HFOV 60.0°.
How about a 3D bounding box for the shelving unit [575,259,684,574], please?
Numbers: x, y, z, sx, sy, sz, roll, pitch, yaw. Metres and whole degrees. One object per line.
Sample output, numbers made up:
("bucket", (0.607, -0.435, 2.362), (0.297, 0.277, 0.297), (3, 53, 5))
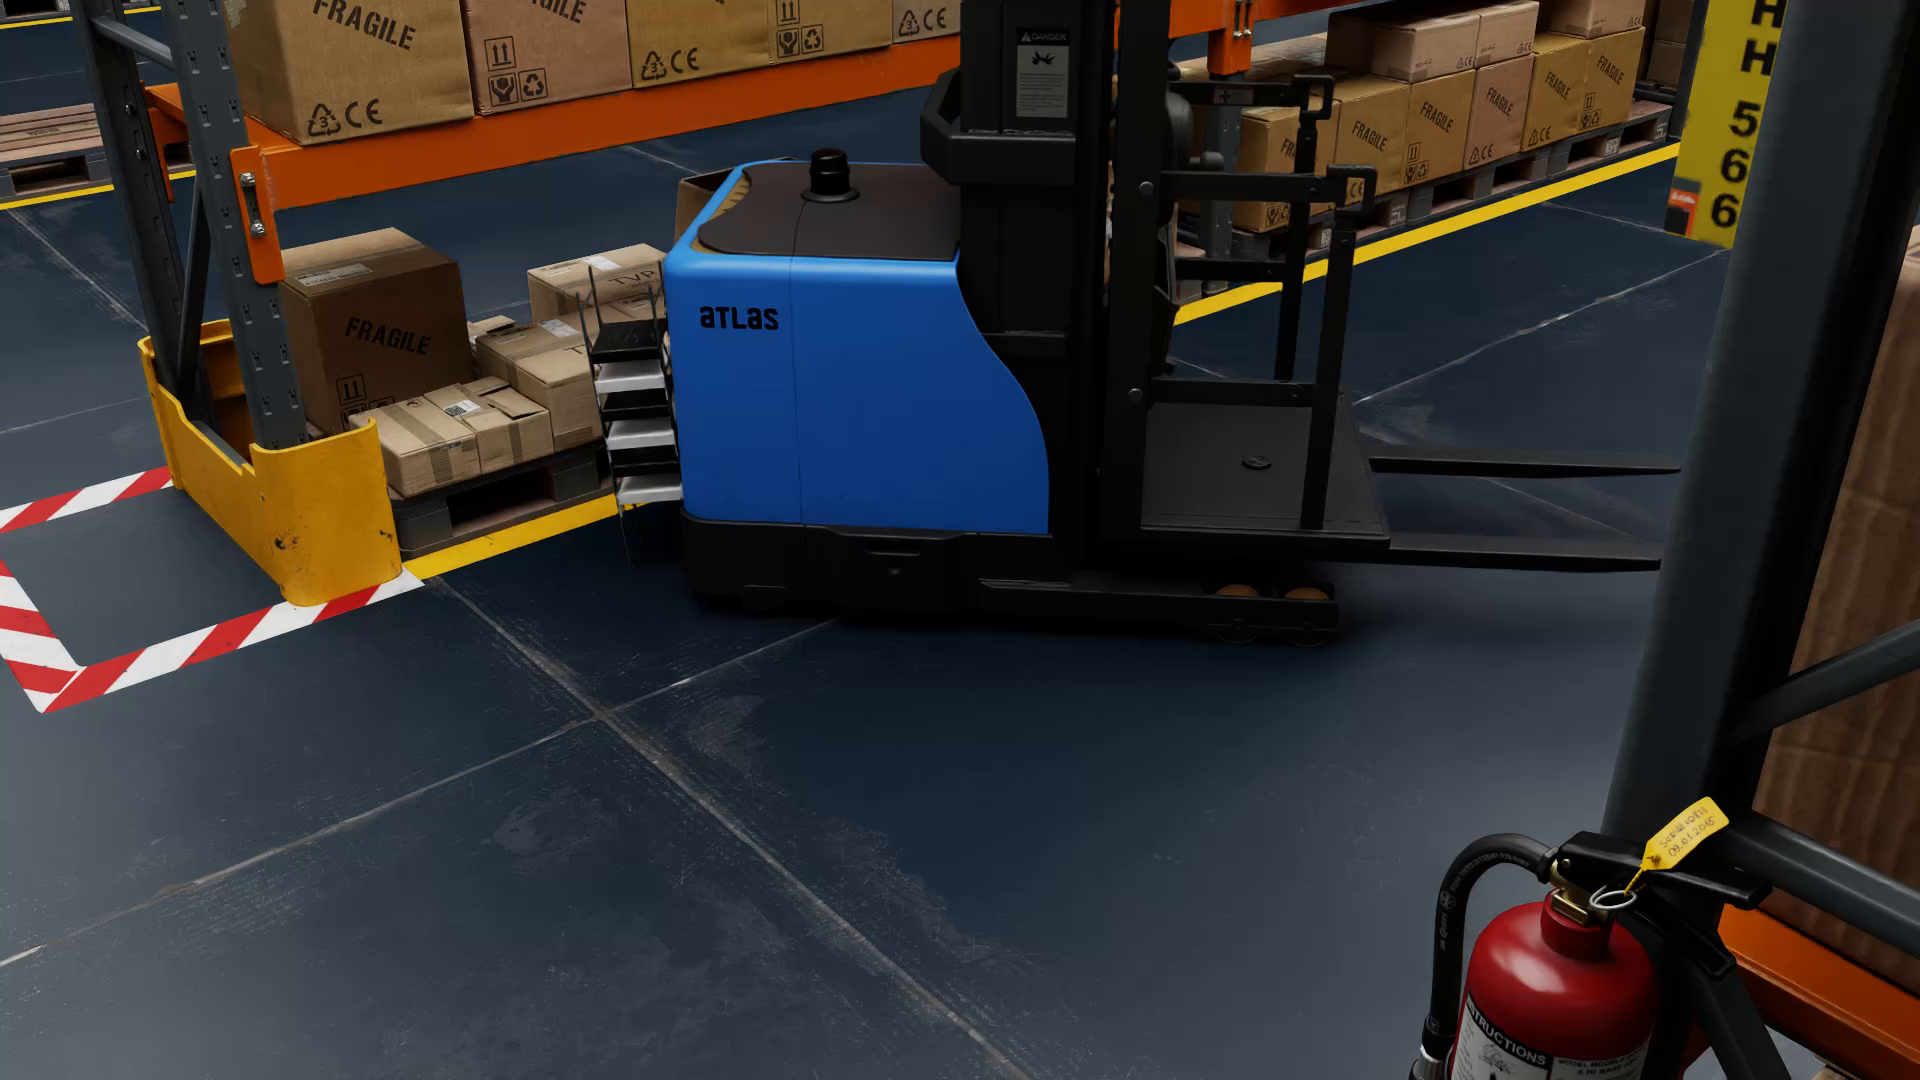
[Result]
("shelving unit", (-0.936, -0.356, 4.947), (0.210, 0.900, 0.258), (-5, 28, 0))

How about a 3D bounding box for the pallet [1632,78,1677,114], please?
("pallet", (4.499, -2.808, 10.280), (1.213, 0.211, 1.003), (-22, 35, -35))

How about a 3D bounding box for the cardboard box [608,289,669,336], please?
("cardboard box", (-0.880, -0.704, 5.836), (0.500, 0.250, 0.500), (-22, 35, -35))

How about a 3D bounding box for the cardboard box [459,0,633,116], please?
("cardboard box", (-1.341, -1.597, 4.950), (0.500, 0.500, 0.500), (-22, 35, -35))

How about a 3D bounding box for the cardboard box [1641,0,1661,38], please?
("cardboard box", (4.086, -3.268, 10.059), (0.500, 0.311, 0.500), (-21, 34, -34))

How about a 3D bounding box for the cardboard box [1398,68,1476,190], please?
("cardboard box", (2.114, -2.045, 8.080), (0.500, 0.500, 0.500), (-21, 35, -34))

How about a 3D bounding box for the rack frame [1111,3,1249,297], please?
("rack frame", (0.804, -2.576, 6.888), (0.127, 3.000, 1.000), (-22, 35, -35))

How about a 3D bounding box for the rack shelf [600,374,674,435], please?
("rack shelf", (-0.940, -0.406, 4.920), (0.200, 0.077, 0.258), (-5, 28, 0))

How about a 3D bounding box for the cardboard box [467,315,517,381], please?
("cardboard box", (-1.619, -0.643, 5.810), (0.250, 0.166, 0.380), (-22, 35, -35))

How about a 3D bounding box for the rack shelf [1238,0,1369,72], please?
("rack shelf", (2.326, -2.870, 8.202), (4.000, 0.370, 1.077), (-22, 35, -35))

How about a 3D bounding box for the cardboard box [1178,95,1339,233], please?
("cardboard box", (1.330, -1.728, 7.486), (0.500, 0.500, 0.500), (-24, 36, -37))

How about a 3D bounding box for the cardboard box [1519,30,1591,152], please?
("cardboard box", (2.894, -2.363, 8.674), (0.500, 0.500, 0.500), (-23, 36, -37))

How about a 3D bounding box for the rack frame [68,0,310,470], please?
("rack frame", (-2.239, -1.352, 4.598), (0.127, 3.000, 1.000), (-22, 35, -35))

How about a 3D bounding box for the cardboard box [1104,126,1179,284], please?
("cardboard box", (0.555, -1.391, 6.857), (0.500, 0.500, 0.500), (-22, 35, -35))

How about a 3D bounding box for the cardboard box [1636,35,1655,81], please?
("cardboard box", (4.089, -3.020, 10.191), (0.500, 0.250, 0.500), (-21, 35, -34))

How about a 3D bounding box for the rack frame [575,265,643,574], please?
("rack frame", (-1.037, -0.348, 4.947), (0.006, 0.900, 0.240), (-5, 28, 0))

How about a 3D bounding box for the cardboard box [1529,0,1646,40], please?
("cardboard box", (3.248, -2.833, 8.758), (0.500, 0.250, 0.500), (-20, 34, -33))

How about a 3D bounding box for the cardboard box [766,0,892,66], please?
("cardboard box", (-0.576, -1.902, 5.521), (0.500, 0.500, 0.500), (-21, 35, -34))

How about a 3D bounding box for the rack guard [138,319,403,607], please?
("rack guard", (-2.181, -0.273, 5.230), (0.348, 0.500, 1.175), (-22, 35, -35))

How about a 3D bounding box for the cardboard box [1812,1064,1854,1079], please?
("cardboard box", (1.447, 1.090, 2.234), (0.500, 0.500, 0.700), (-22, 35, -35))

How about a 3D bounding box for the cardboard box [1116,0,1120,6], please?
("cardboard box", (0.590, -2.375, 6.406), (0.500, 0.500, 0.500), (-21, 35, -34))

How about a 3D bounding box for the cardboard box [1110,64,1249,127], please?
("cardboard box", (0.993, -1.921, 7.848), (0.500, 0.500, 0.500), (-22, 35, -35))

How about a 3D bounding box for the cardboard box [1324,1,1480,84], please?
("cardboard box", (2.091, -2.365, 7.882), (0.500, 0.250, 0.500), (-22, 35, -35))

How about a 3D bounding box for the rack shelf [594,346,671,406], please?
("rack shelf", (-0.947, -0.485, 4.877), (0.200, 0.077, 0.258), (-5, 28, 0))

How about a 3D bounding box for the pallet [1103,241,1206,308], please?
("pallet", (0.281, -1.136, 7.152), (1.213, 0.211, 1.003), (-22, 35, -35))

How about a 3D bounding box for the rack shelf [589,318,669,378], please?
("rack shelf", (-0.954, -0.564, 4.835), (0.200, 0.077, 0.258), (-5, 28, 0))

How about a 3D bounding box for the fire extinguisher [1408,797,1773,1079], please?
("fire extinguisher", (0.565, 0.502, 1.606), (0.183, 0.674, 0.296), (-22, 35, -35))

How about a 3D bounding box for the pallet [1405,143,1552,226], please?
("pallet", (2.327, -1.984, 8.738), (1.213, 0.211, 1.003), (-22, 35, -35))

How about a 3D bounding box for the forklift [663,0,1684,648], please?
("forklift", (0.742, -1.253, 4.485), (3.031, 2.935, 1.130), (2, 28, 5))

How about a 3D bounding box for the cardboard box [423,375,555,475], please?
("cardboard box", (-1.507, -0.378, 5.314), (0.250, 0.166, 0.380), (-22, 35, -35))

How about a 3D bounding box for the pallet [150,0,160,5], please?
("pallet", (-6.252, -4.695, 13.811), (1.213, 0.211, 1.003), (-22, 35, -35))

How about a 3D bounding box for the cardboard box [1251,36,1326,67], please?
("cardboard box", (1.757, -2.223, 8.412), (0.500, 0.500, 0.500), (-21, 35, -34))
